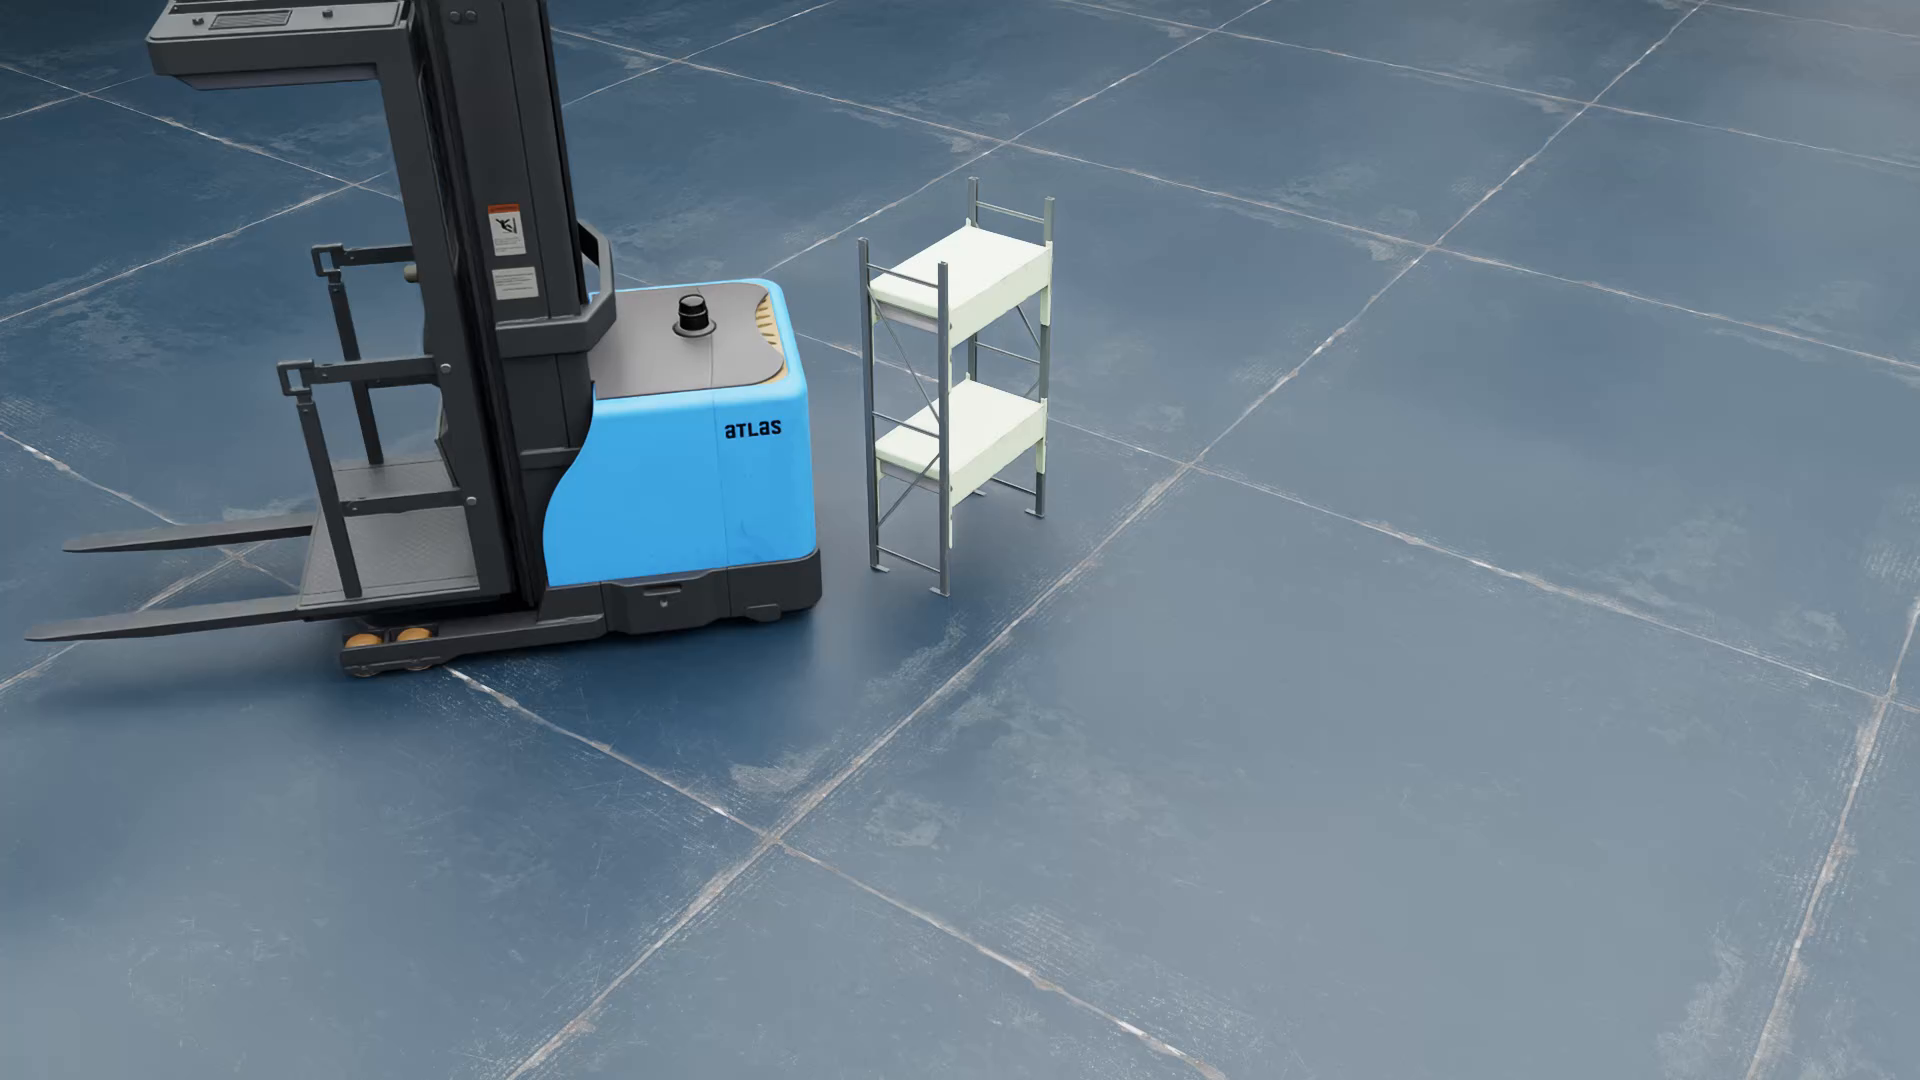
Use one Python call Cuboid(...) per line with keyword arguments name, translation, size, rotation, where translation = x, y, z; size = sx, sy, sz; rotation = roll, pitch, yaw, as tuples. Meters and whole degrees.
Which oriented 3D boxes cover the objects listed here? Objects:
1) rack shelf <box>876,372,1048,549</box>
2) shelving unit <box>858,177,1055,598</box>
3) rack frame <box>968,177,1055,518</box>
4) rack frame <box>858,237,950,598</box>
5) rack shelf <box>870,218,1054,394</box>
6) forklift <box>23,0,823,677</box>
Cuboid(name="rack shelf", translation=(-0.004, -0.348, 7.008), size=(0.431, 0.370, 0.720), rotation=(21, 39, 28))
Cuboid(name="shelving unit", translation=(-0.004, -0.618, 6.825), size=(0.431, 1.500, 0.755), rotation=(21, 39, 28))
Cuboid(name="rack frame", translation=(0.205, -0.787, 7.074), size=(0.400, 1.500, 0.023), rotation=(21, 39, 28))
Cuboid(name="rack frame", translation=(-0.212, -0.450, 6.576), size=(0.400, 1.500, 0.023), rotation=(21, 39, 28))
Cuboid(name="rack shelf", translation=(-0.004, -0.941, 6.607), size=(0.431, 0.370, 0.720), rotation=(21, 39, 28))
Cuboid(name="forklift", translation=(-2.132, -1.006, 6.121), size=(3.031, 2.935, 1.130), rotation=(-6, 35, -9))
